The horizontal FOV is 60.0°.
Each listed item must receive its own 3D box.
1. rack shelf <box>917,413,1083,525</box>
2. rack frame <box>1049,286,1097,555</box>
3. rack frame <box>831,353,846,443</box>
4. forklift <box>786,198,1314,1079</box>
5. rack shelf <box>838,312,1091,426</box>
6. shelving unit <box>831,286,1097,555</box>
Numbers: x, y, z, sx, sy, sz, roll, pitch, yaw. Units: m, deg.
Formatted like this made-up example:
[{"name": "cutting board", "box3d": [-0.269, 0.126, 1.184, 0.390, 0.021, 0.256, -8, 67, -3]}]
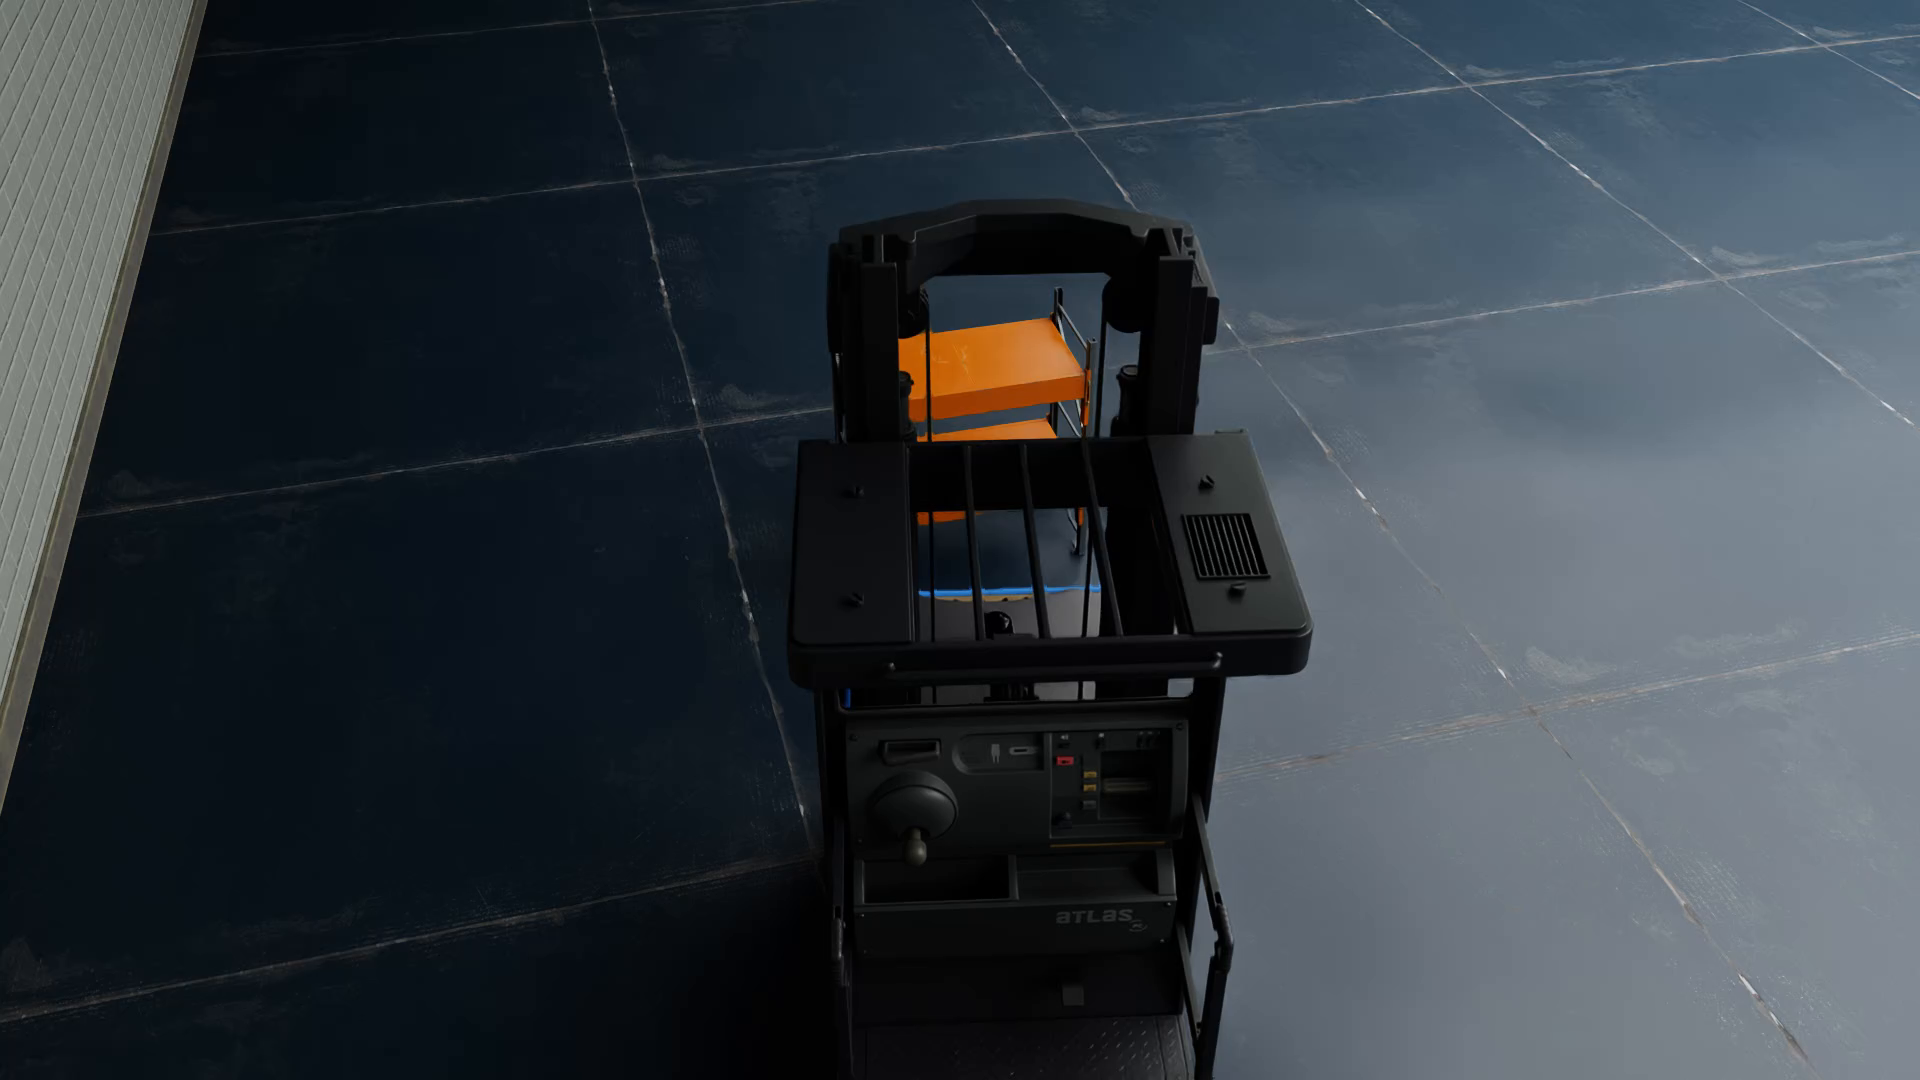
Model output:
[{"name": "rack shelf", "box3d": [0.007, -0.254, 7.558, 1.000, 0.278, 0.538, -9, 38, -12]}, {"name": "rack frame", "box3d": [0.497, -0.528, 7.515, 0.032, 1.125, 0.500, -9, 38, -12]}, {"name": "rack frame", "box3d": [-0.484, -0.367, 7.304, 0.032, 1.125, 0.500, -9, 38, -12]}, {"name": "forklift", "box3d": [0.169, 0.745, 4.363, 1.130, 2.935, 3.031, -2, 37, -2]}, {"name": "rack shelf", "box3d": [0.007, -0.680, 7.232, 1.000, 0.278, 0.538, -9, 38, -12]}, {"name": "shelving unit", "box3d": [0.007, -0.448, 7.410, 1.048, 1.125, 0.538, -9, 38, -12]}]
